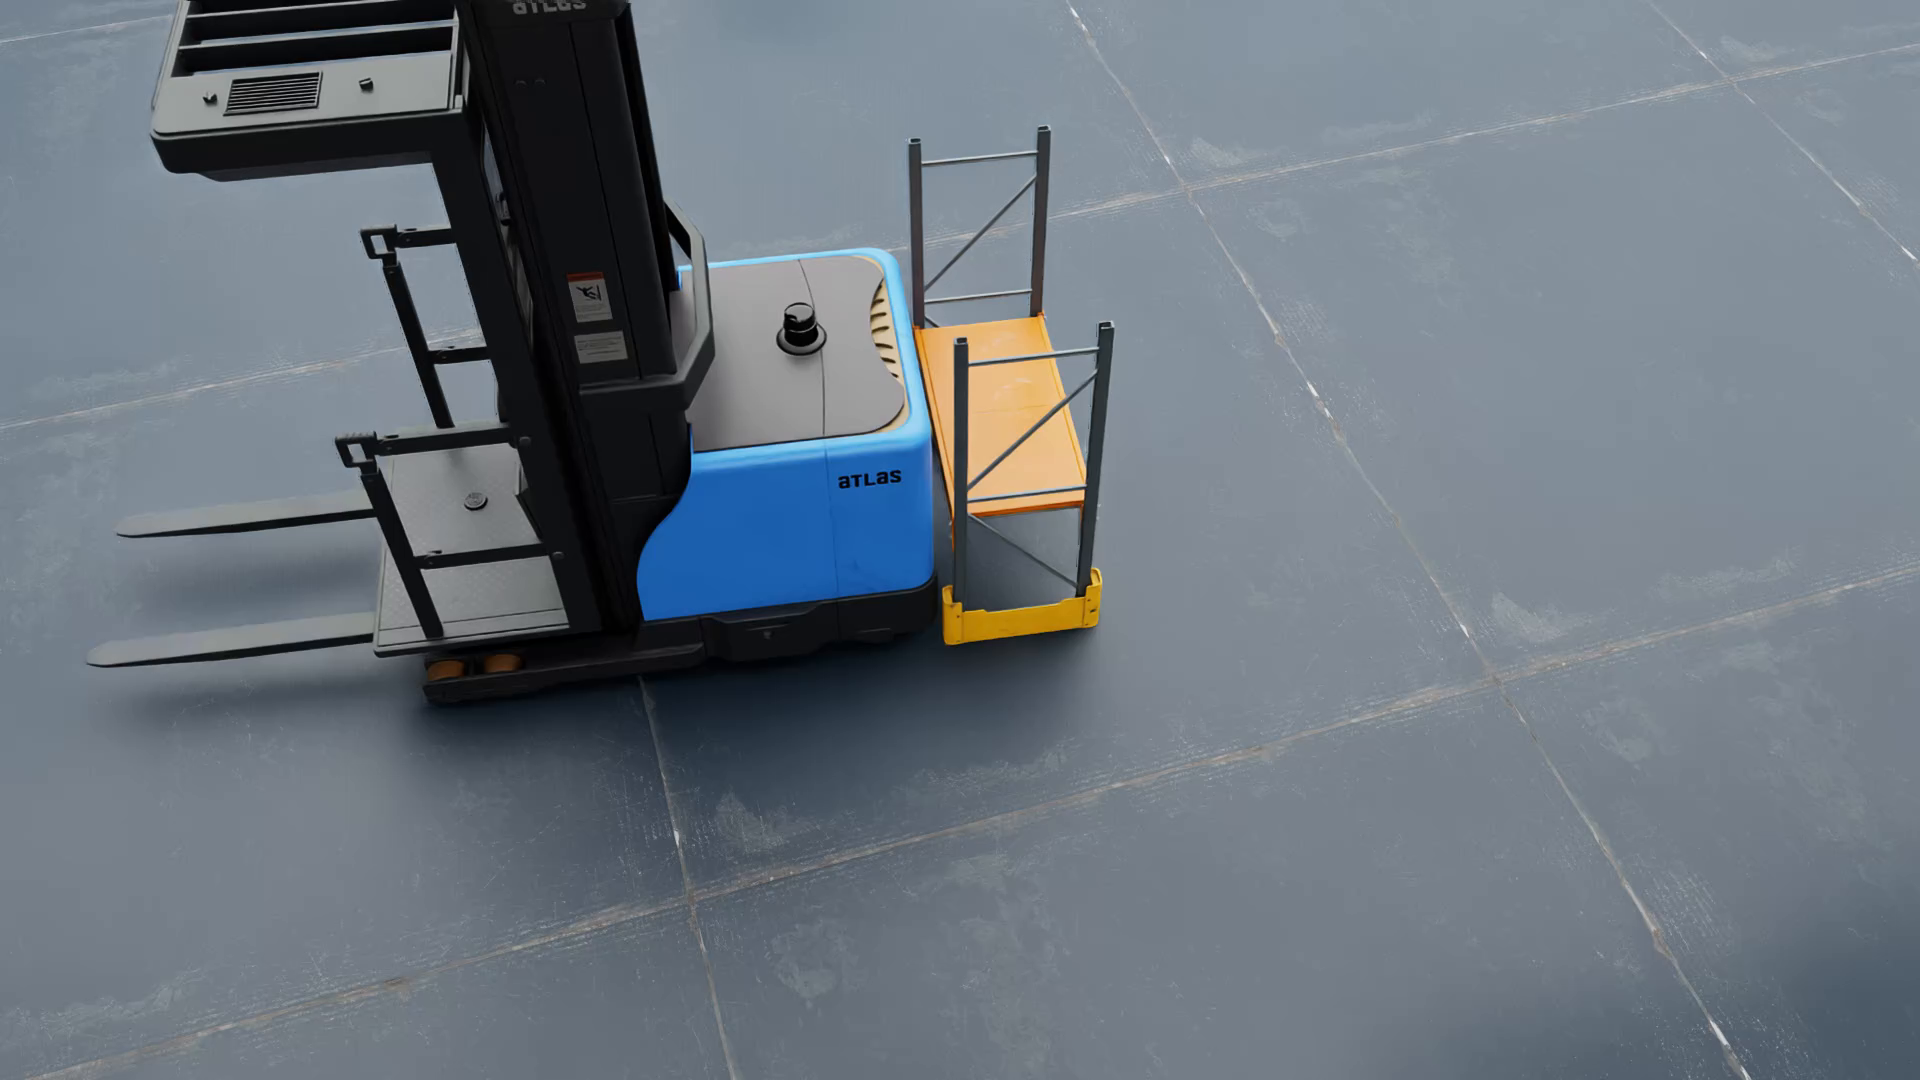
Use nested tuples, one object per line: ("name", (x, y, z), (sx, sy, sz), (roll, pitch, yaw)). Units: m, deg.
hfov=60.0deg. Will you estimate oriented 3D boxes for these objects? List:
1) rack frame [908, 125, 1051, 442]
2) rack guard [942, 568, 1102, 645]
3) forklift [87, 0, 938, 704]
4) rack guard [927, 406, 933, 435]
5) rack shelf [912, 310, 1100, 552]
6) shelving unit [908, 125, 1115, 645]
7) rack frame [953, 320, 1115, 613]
("rack frame", (0.068, -0.923, 6.336), (0.500, 1.500, 0.032), (-7, 50, -6))
("rack guard", (0.227, 0.247, 6.168), (0.587, 0.250, 0.087), (-7, 50, -6))
("forklift", (-1.644, -0.791, 5.289), (3.031, 2.935, 1.130), (-7, 50, -6))
("rack guard", (0.070, -0.505, 6.802), (0.587, 0.250, 0.087), (-7, 50, -6))
("rack shelf", (0.148, -0.423, 6.150), (0.538, 0.185, 1.000), (-7, 50, -6))
("shelving unit", (0.149, -0.532, 6.007), (0.587, 1.500, 1.083), (-7, 50, -6))
("rack frame", (0.228, -0.155, 5.689), (0.500, 1.500, 0.032), (-7, 50, -6))
